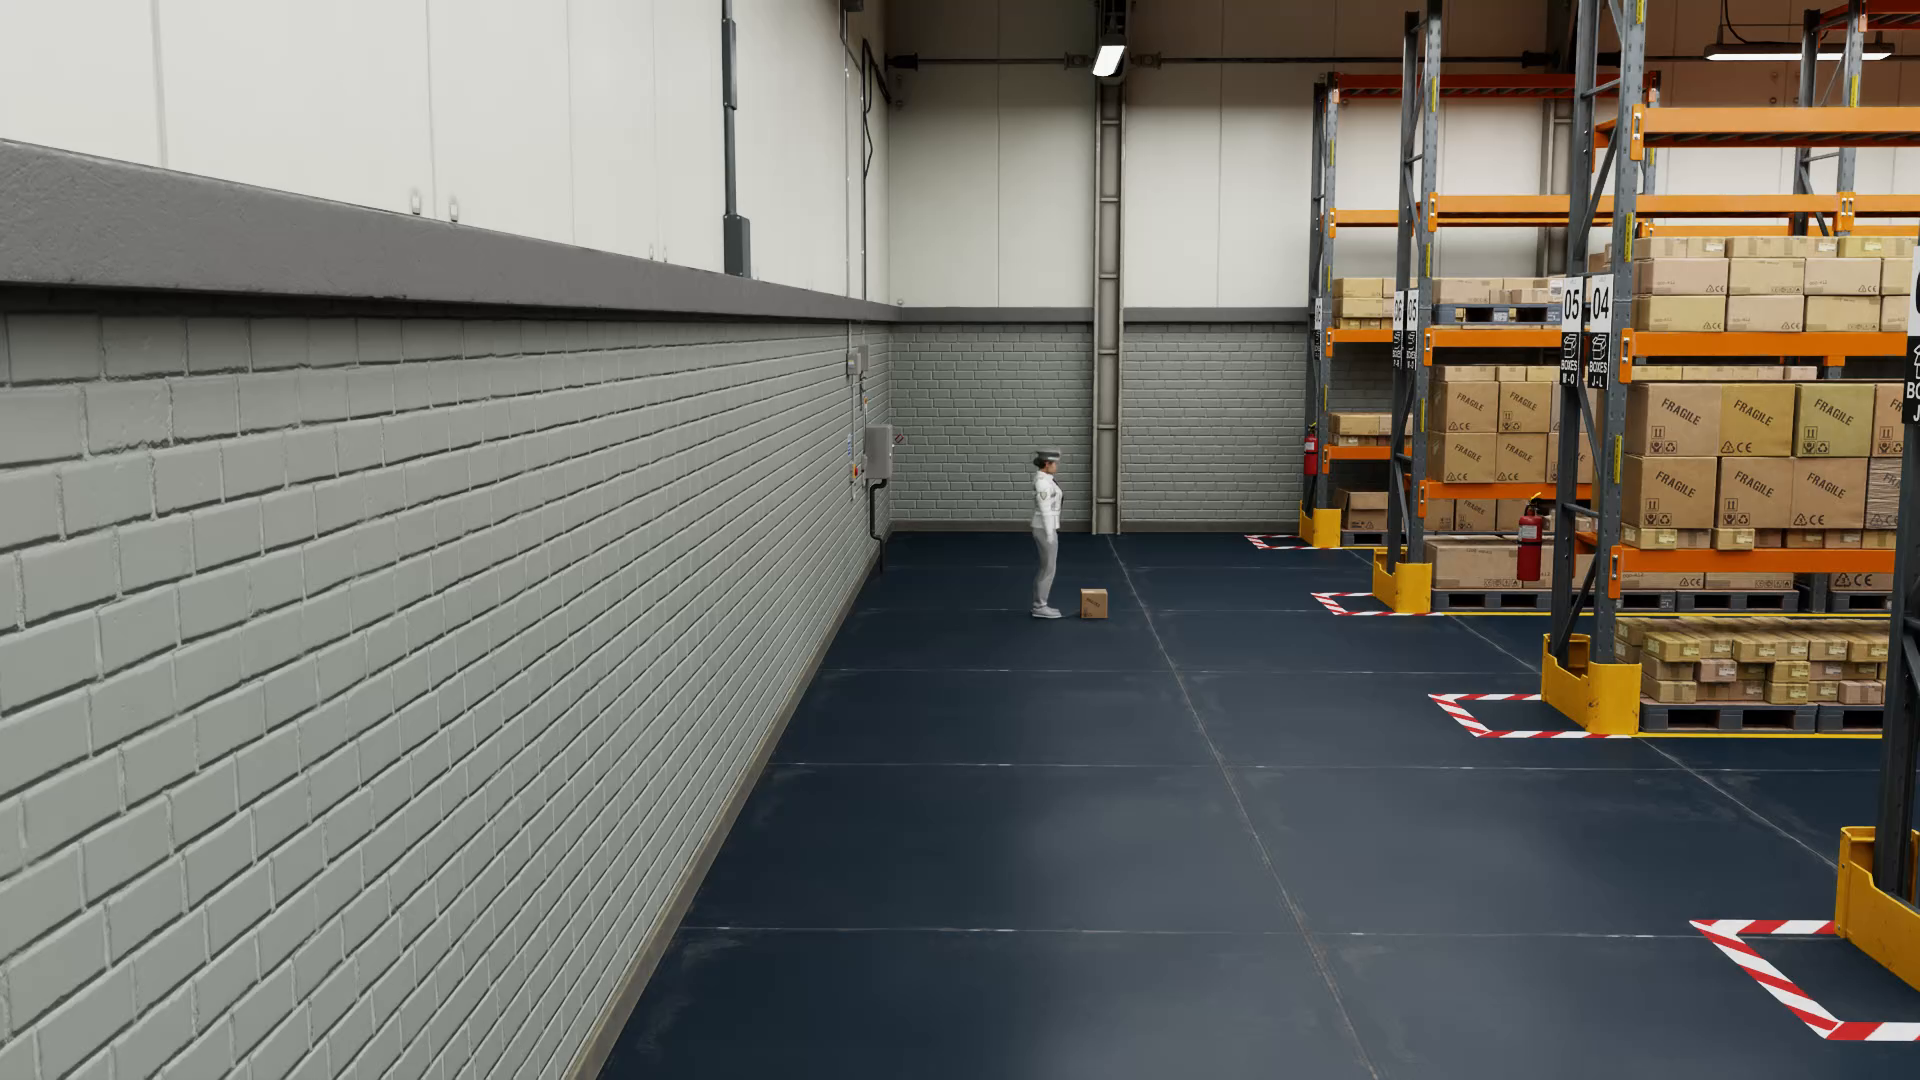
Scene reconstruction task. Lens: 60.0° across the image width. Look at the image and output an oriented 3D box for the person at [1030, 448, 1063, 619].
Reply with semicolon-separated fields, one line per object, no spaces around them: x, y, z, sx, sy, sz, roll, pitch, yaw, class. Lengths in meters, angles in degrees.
0.855;-0.071;16.365;0.321;1.663;0.471;0;7;2;person
